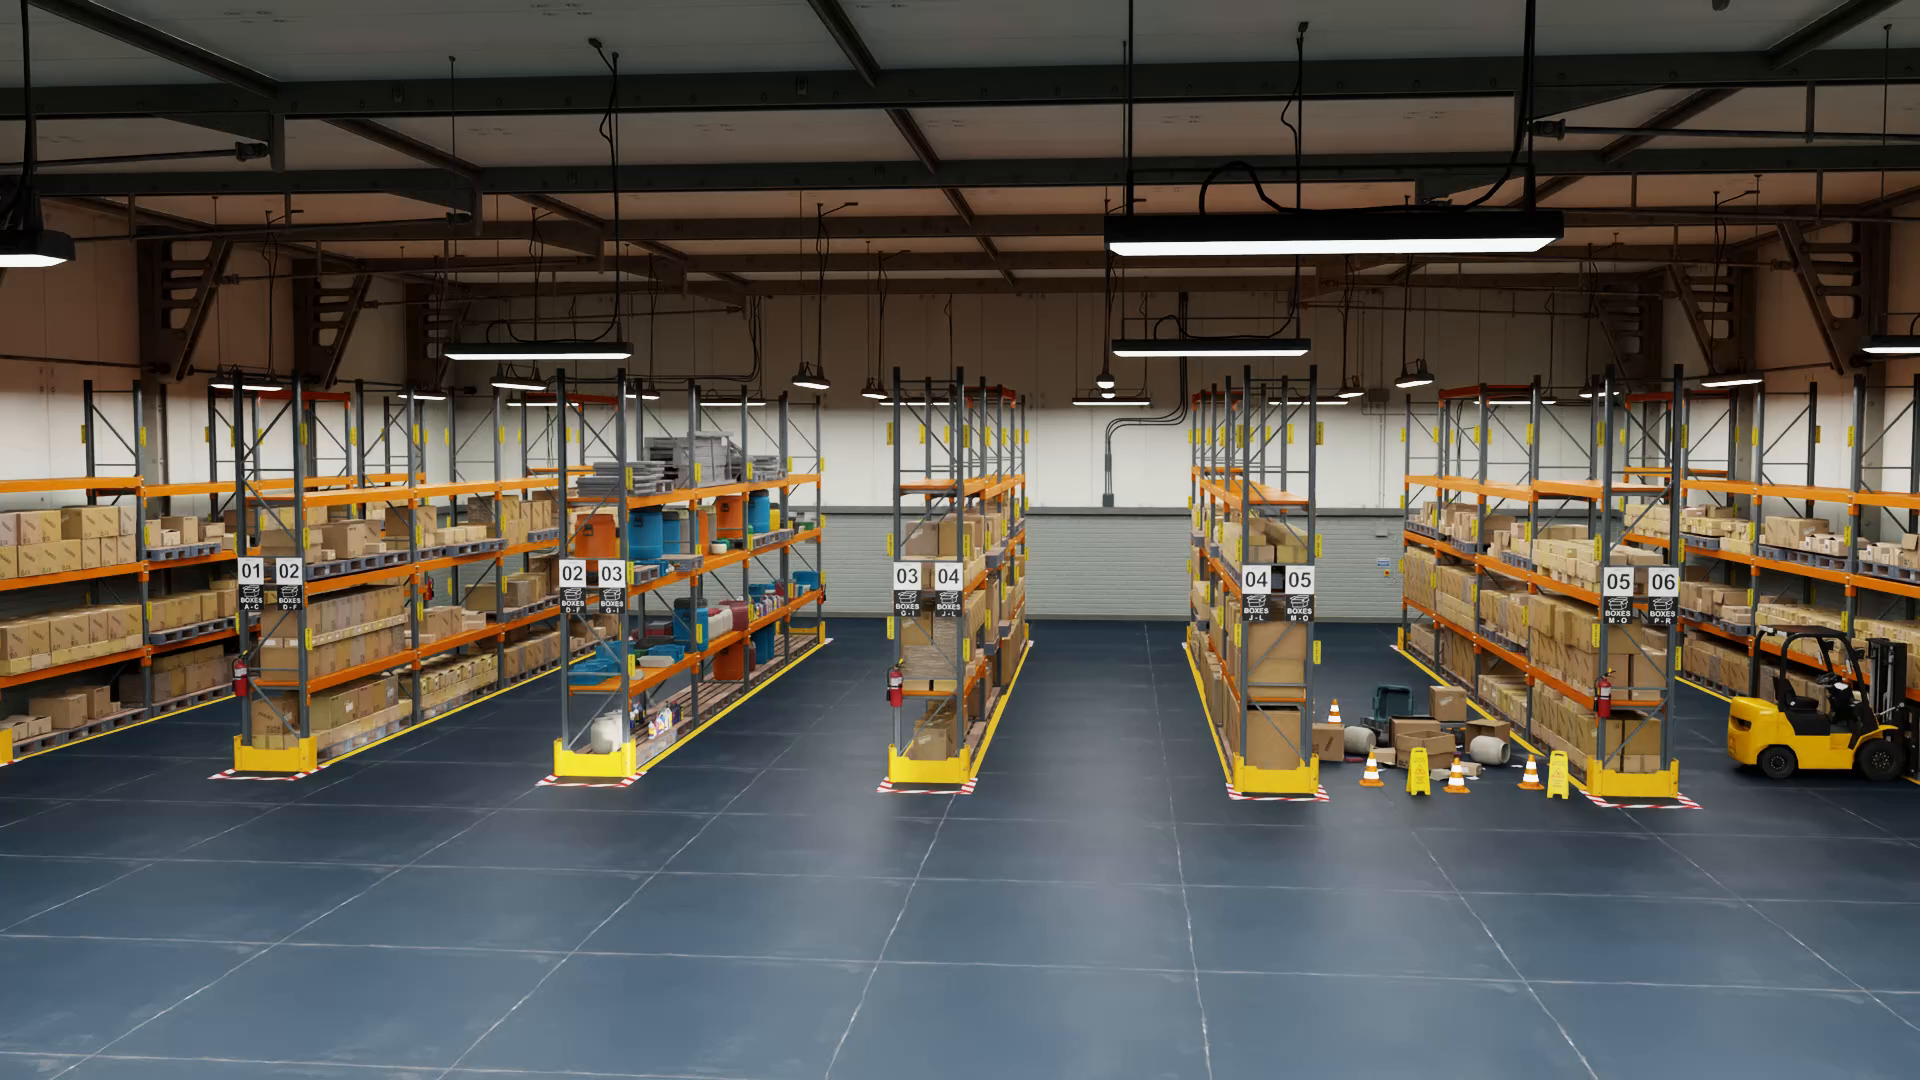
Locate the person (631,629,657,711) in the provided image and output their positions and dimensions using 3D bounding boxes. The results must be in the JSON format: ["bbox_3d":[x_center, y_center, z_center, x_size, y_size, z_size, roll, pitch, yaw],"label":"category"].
[{"bbox_3d":[-5.752,2.358,29.660,0.727,1.568,0.429,2,4,30],"label":"person"}]
